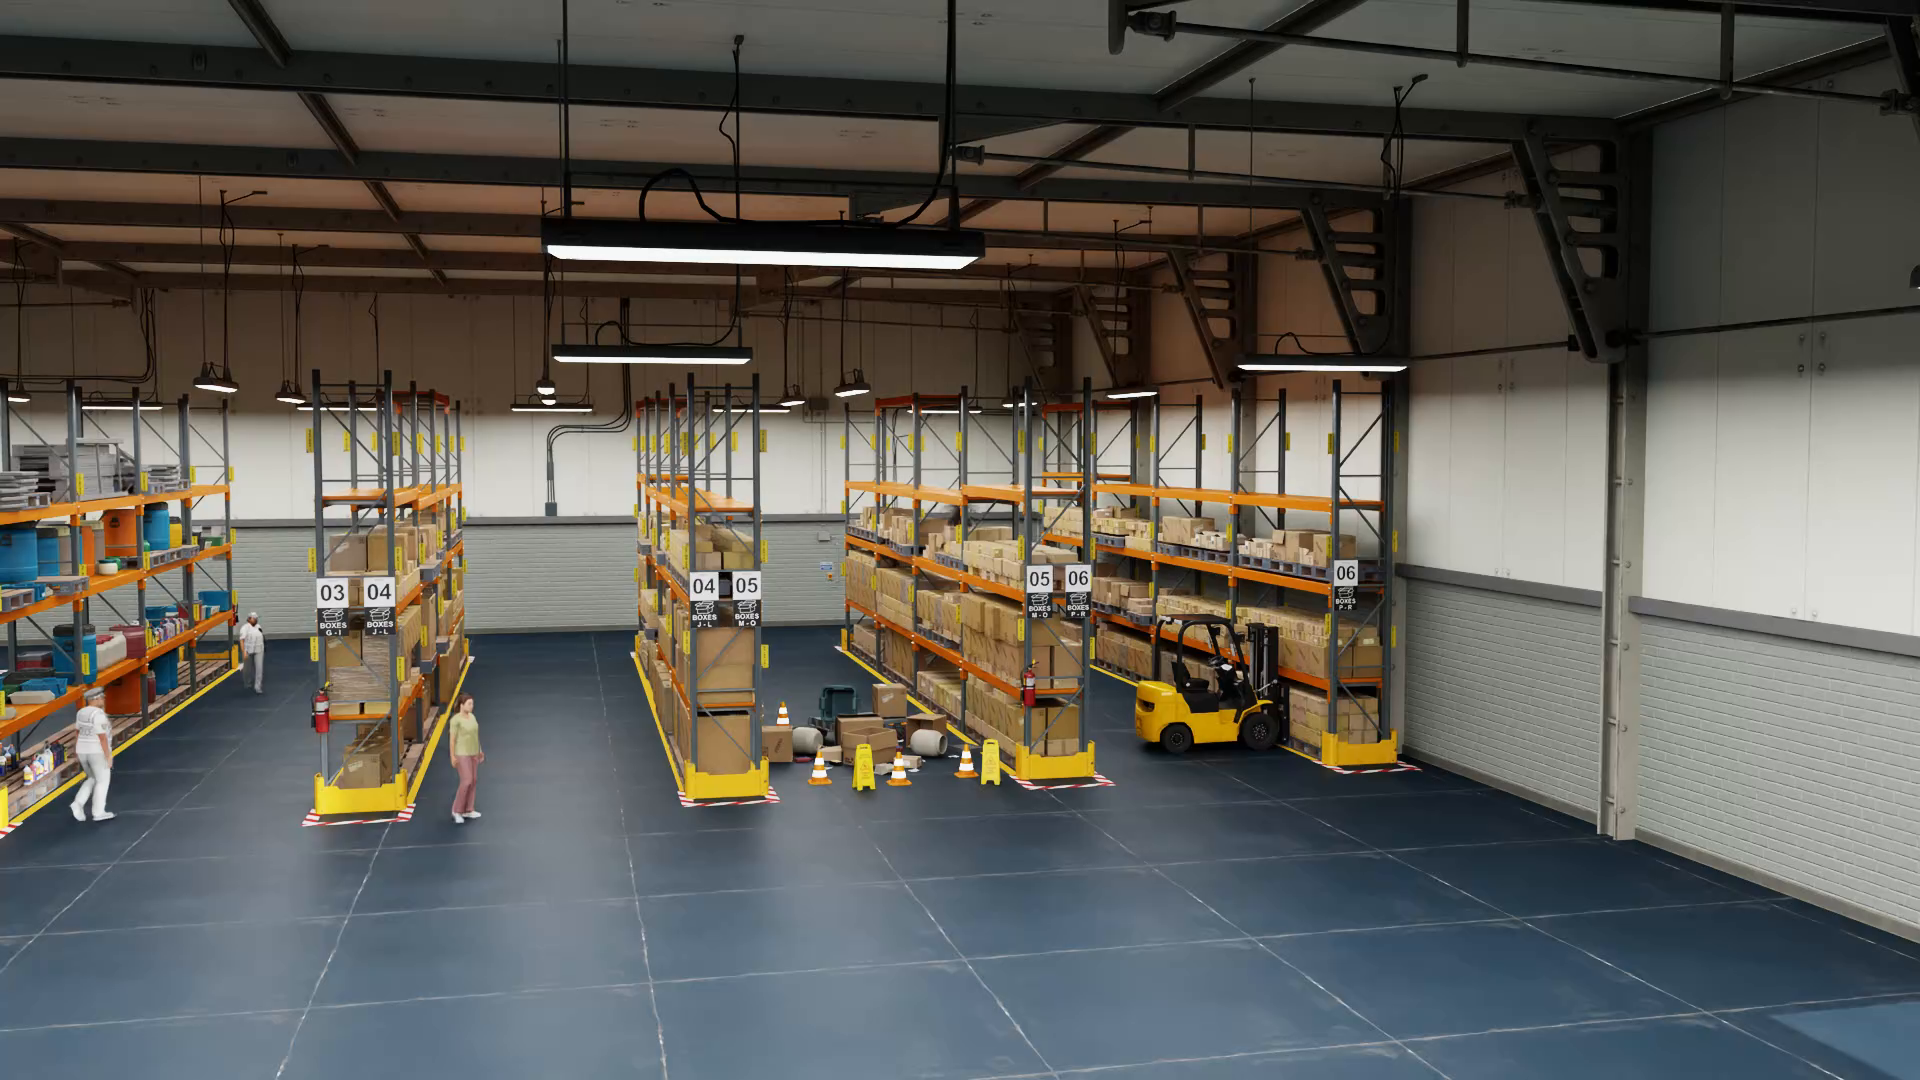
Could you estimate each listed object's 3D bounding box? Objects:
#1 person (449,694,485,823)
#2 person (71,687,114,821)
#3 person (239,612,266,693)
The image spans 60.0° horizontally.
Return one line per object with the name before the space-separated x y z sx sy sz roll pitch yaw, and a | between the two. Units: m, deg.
person | -6.588 2.898 22.207 0.388 1.686 0.505 1 4 23
person | -11.505 2.845 22.061 0.587 1.780 0.498 1 3 19
person | -14.230 2.253 33.467 0.495 1.615 0.881 -2 4 -24
